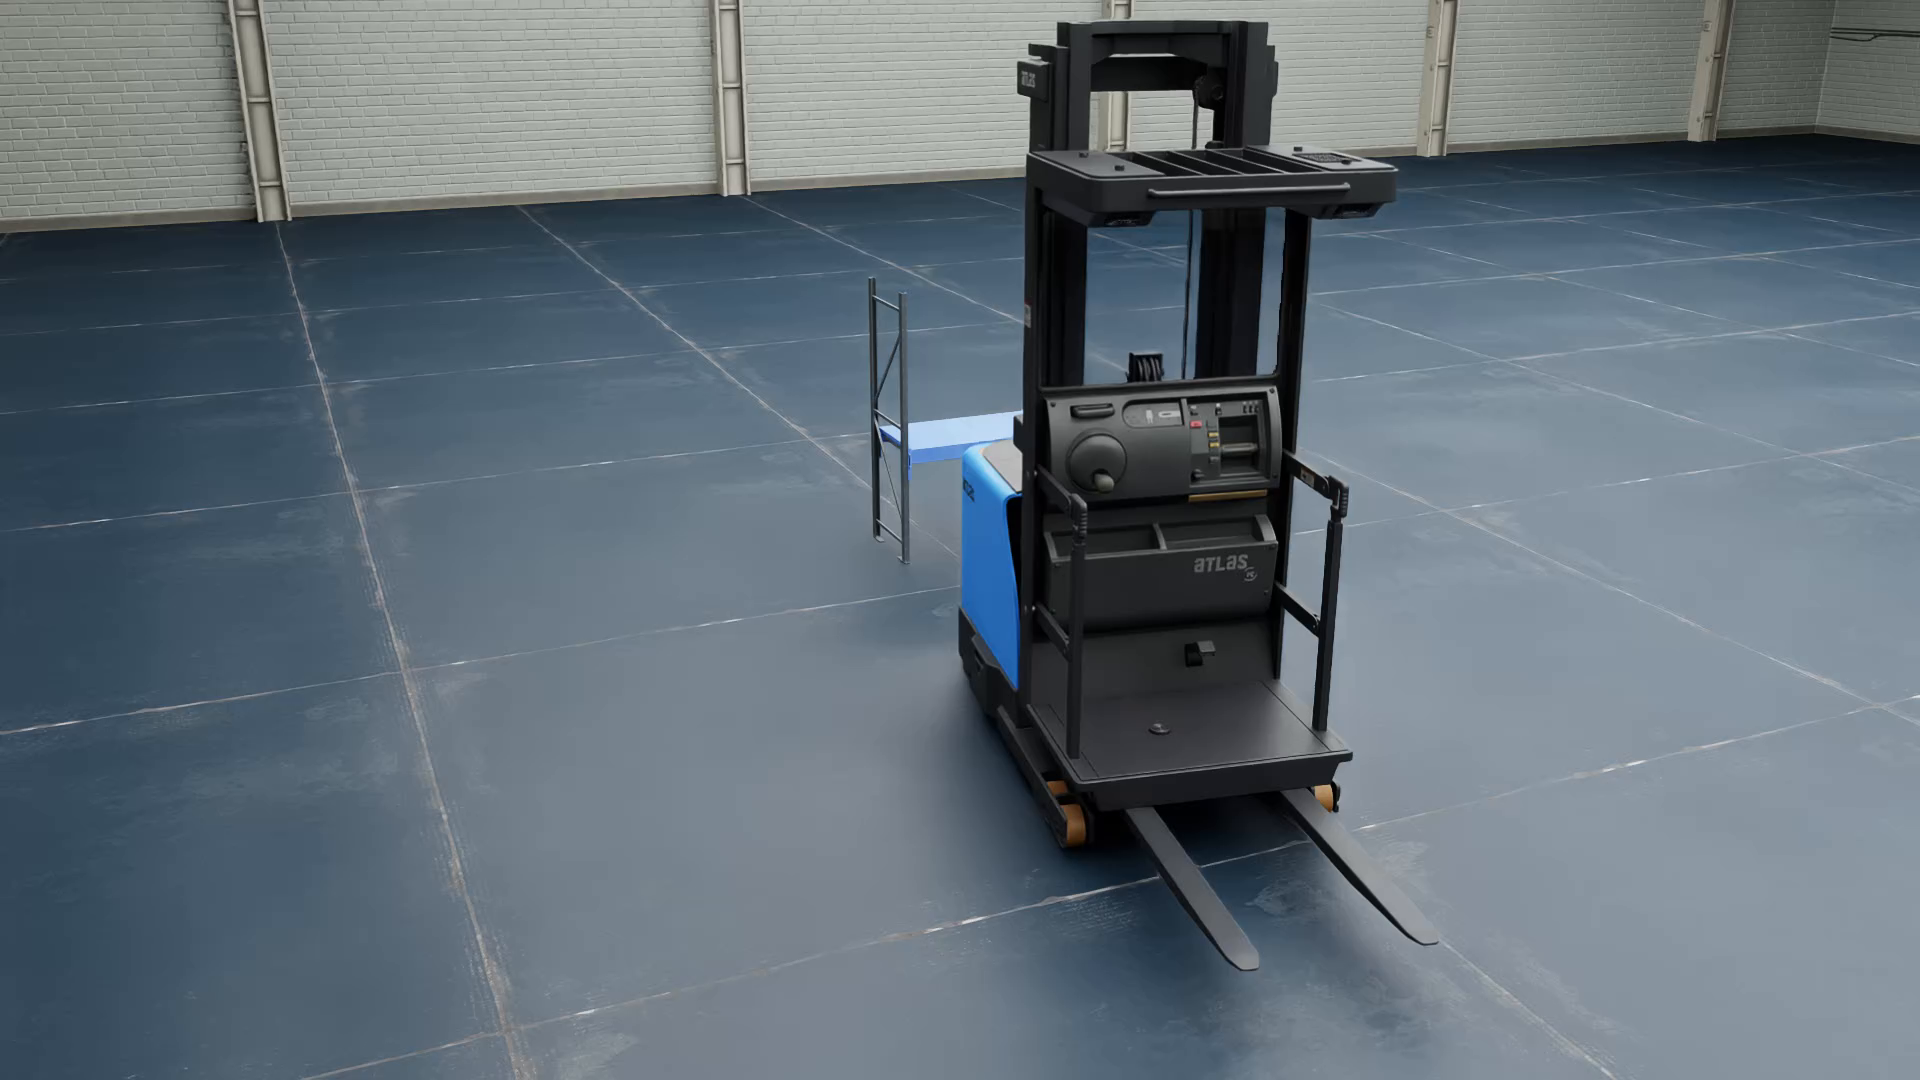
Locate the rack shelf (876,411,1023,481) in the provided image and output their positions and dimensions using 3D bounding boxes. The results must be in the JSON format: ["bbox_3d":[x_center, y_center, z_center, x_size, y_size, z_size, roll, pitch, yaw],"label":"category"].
[{"bbox_3d":[0.078,-0.549,9.365,1.000,0.185,0.538,-8,21,-22],"label":"rack shelf"}]

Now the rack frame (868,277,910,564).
[{"bbox_3d":[-0.388,-0.652,9.115,0.032,1.500,0.500,-8,21,-22],"label":"rack frame"}]

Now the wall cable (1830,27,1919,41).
[{"bbox_3d":[16.597,-9.977,28.983,0.112,2.526,3.097,-8,21,-22],"label":"wall cable"}]

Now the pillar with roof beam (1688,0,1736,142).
[{"bbox_3d":[15.073,-10.144,24.783,0.400,9.000,9.100,-8,21,-22],"label":"pillar with roof beam"}]

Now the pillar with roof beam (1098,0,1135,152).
[{"bbox_3d":[4.055,-8.566,20.300,0.400,9.000,9.100,-8,21,-22],"label":"pillar with roof beam"}]

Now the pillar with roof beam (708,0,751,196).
[{"bbox_3d":[-1.455,-7.776,18.058,0.400,9.000,9.100,-8,21,-22],"label":"pillar with roof beam"}]

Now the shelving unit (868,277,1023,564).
[{"bbox_3d":[0.078,-0.719,9.305,1.048,1.500,0.538,-8,21,-22],"label":"shelving unit"}]

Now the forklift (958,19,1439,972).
[{"bbox_3d":[0.835,-0.366,6.149,1.130,2.935,3.031,-5,20,-13],"label":"forklift"}]

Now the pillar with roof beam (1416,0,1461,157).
[{"bbox_3d":[9.564,-9.355,22.541,0.400,9.000,9.100,-8,21,-22],"label":"pillar with roof beam"}]

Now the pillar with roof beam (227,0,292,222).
[{"bbox_3d":[-6.964,-6.987,15.816,0.400,9.000,9.100,-8,21,-22],"label":"pillar with roof beam"}]
